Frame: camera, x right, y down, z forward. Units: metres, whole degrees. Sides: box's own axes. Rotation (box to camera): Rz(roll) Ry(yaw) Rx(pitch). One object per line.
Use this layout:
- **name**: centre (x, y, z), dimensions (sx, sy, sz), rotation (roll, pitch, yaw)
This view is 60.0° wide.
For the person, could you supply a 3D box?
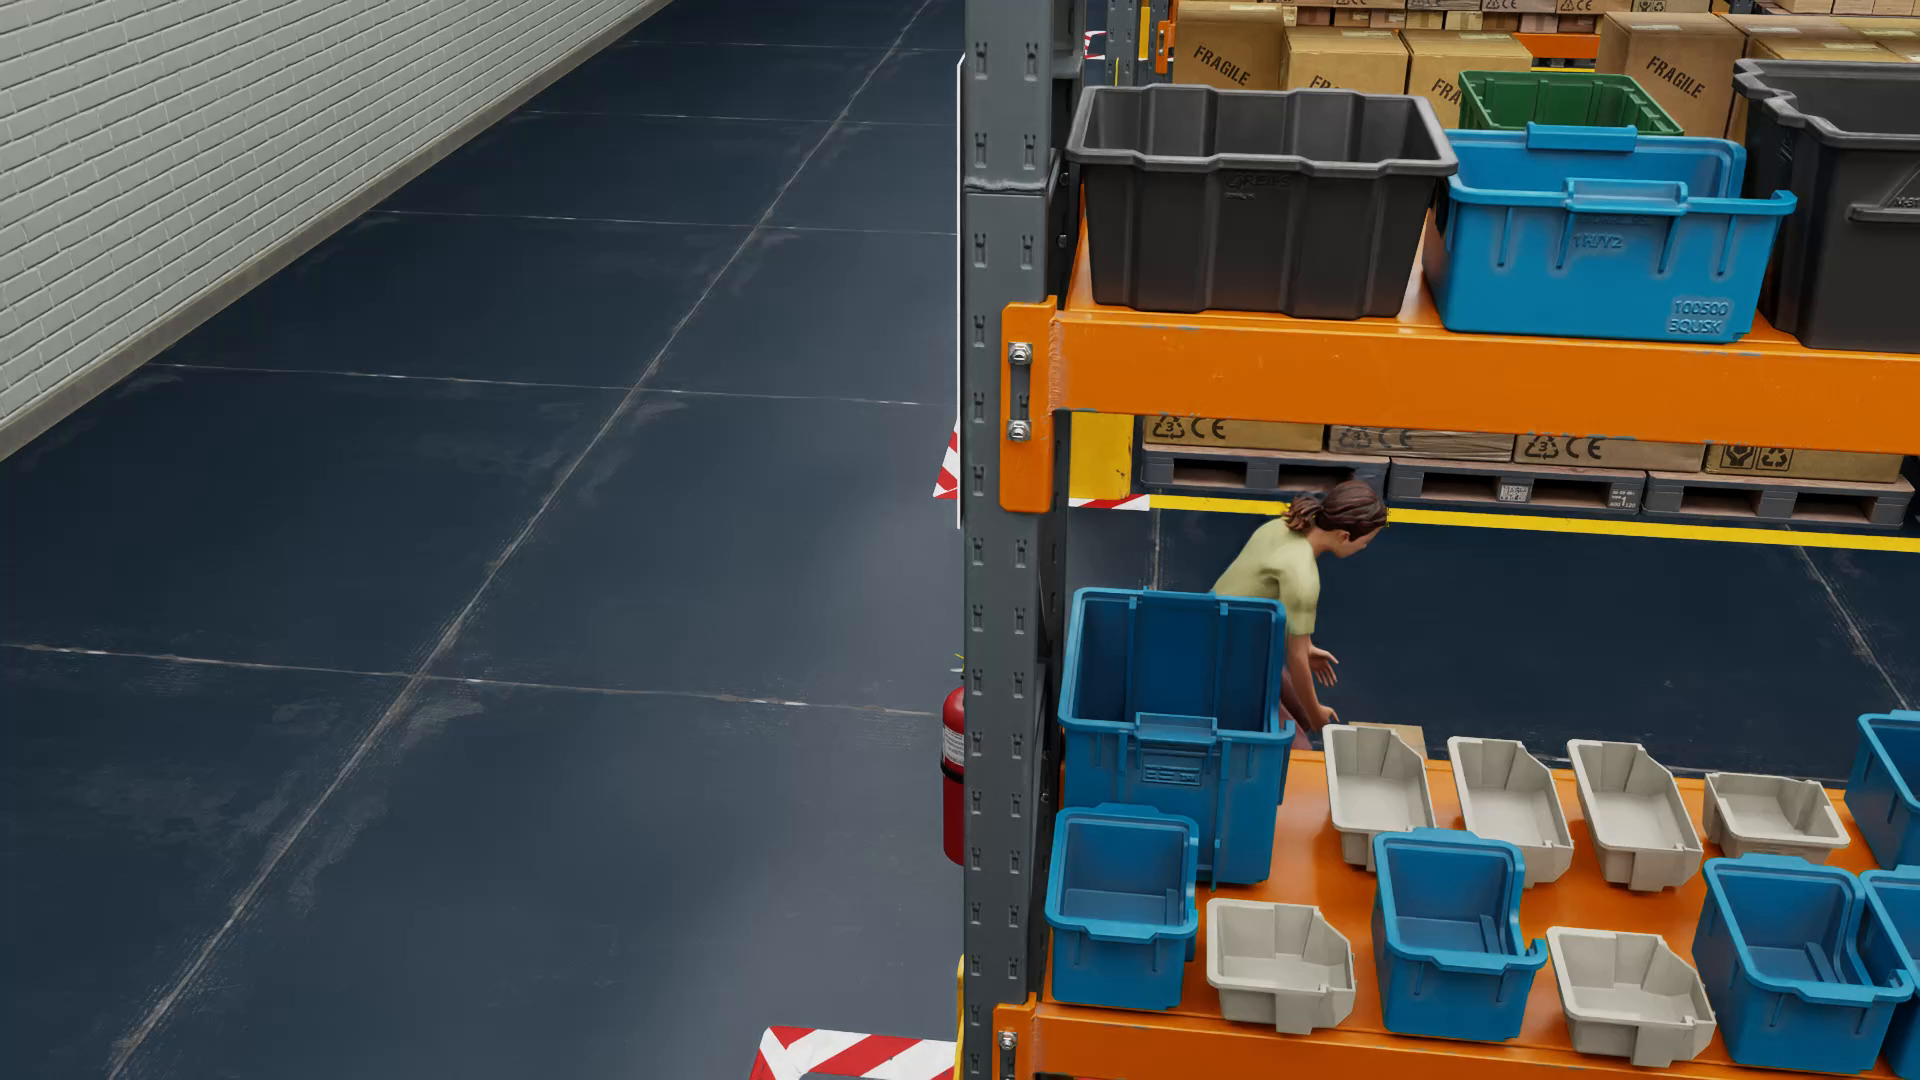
- **person**: centre (1.053, 0.435, 5.601), dimensions (0.615, 1.418, 0.508), rotation (4, 29, 7)
